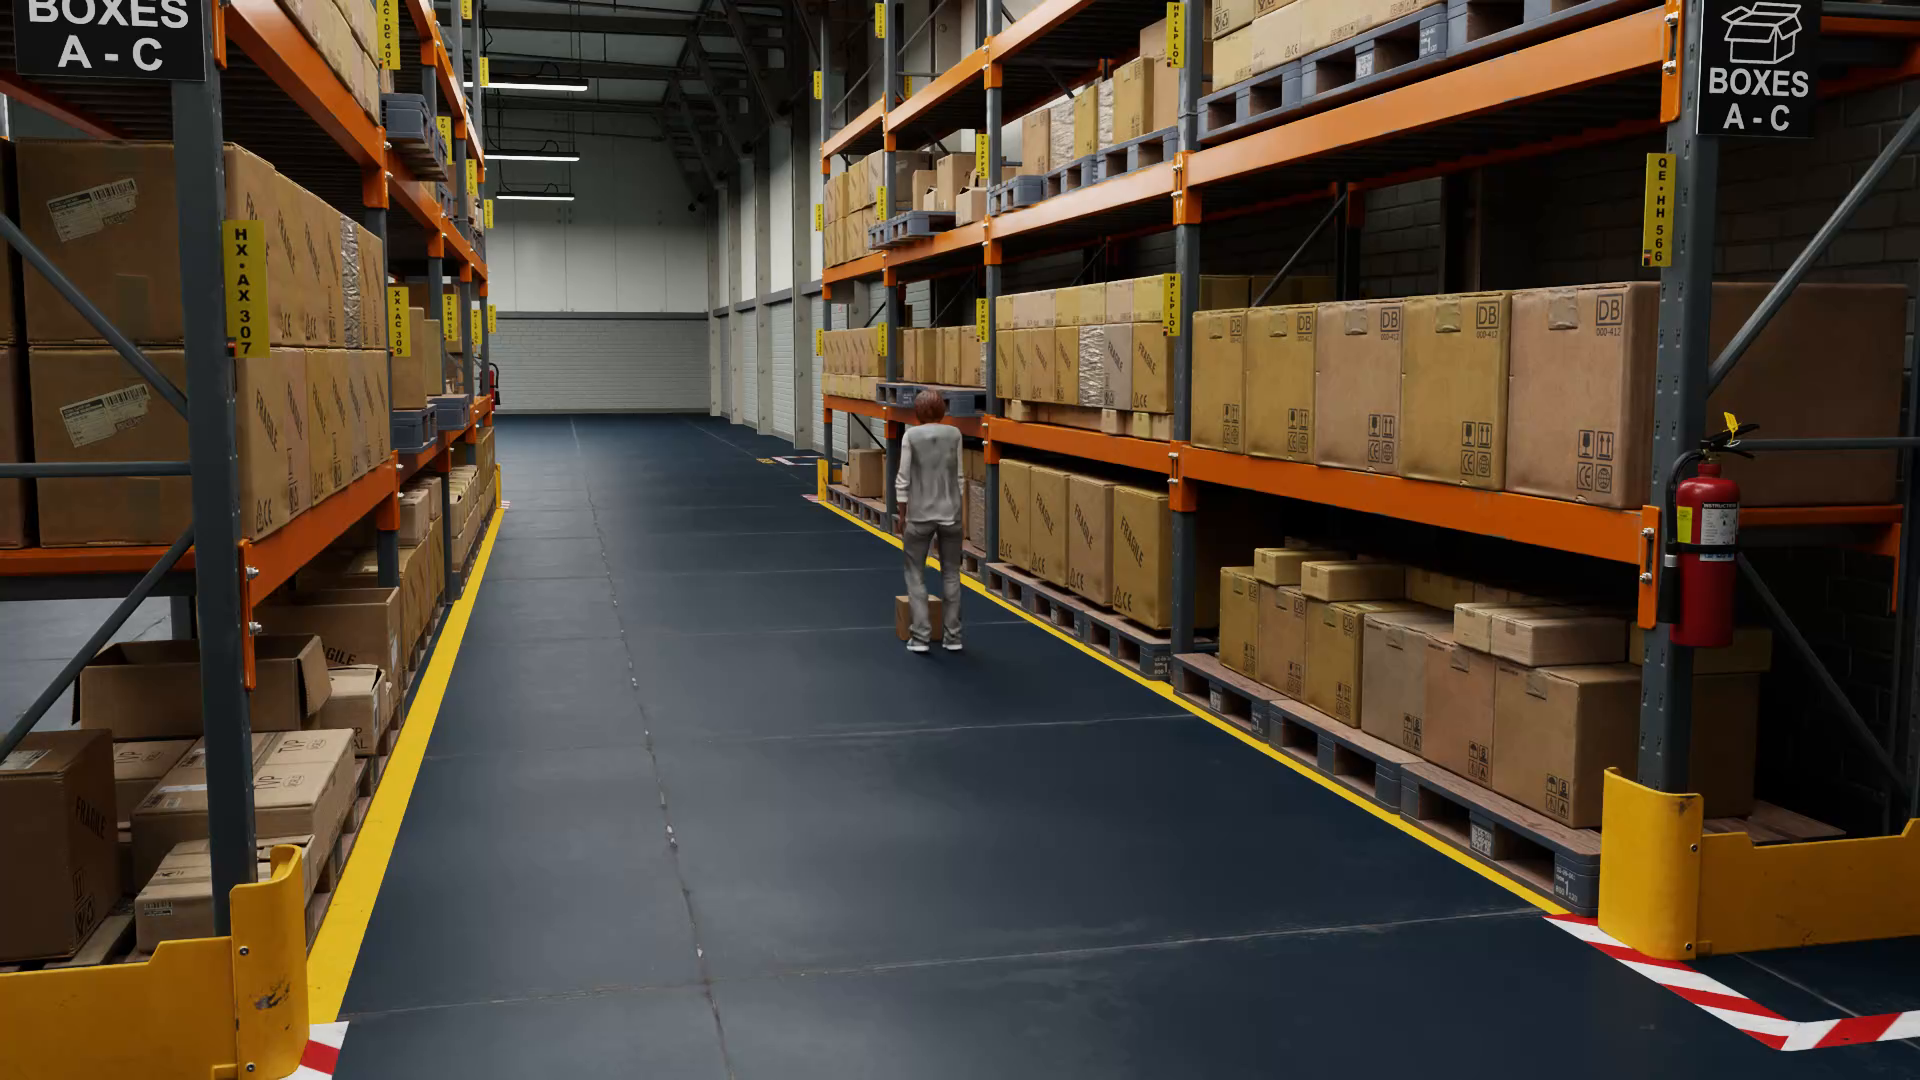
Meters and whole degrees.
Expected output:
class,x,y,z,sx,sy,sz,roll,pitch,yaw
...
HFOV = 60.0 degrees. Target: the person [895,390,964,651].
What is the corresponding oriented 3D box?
class,x,y,z,sx,sy,sz,roll,pitch,yaw
person,-0.179,-0.102,9.994,0.417,1.562,0.341,-1,6,-11
